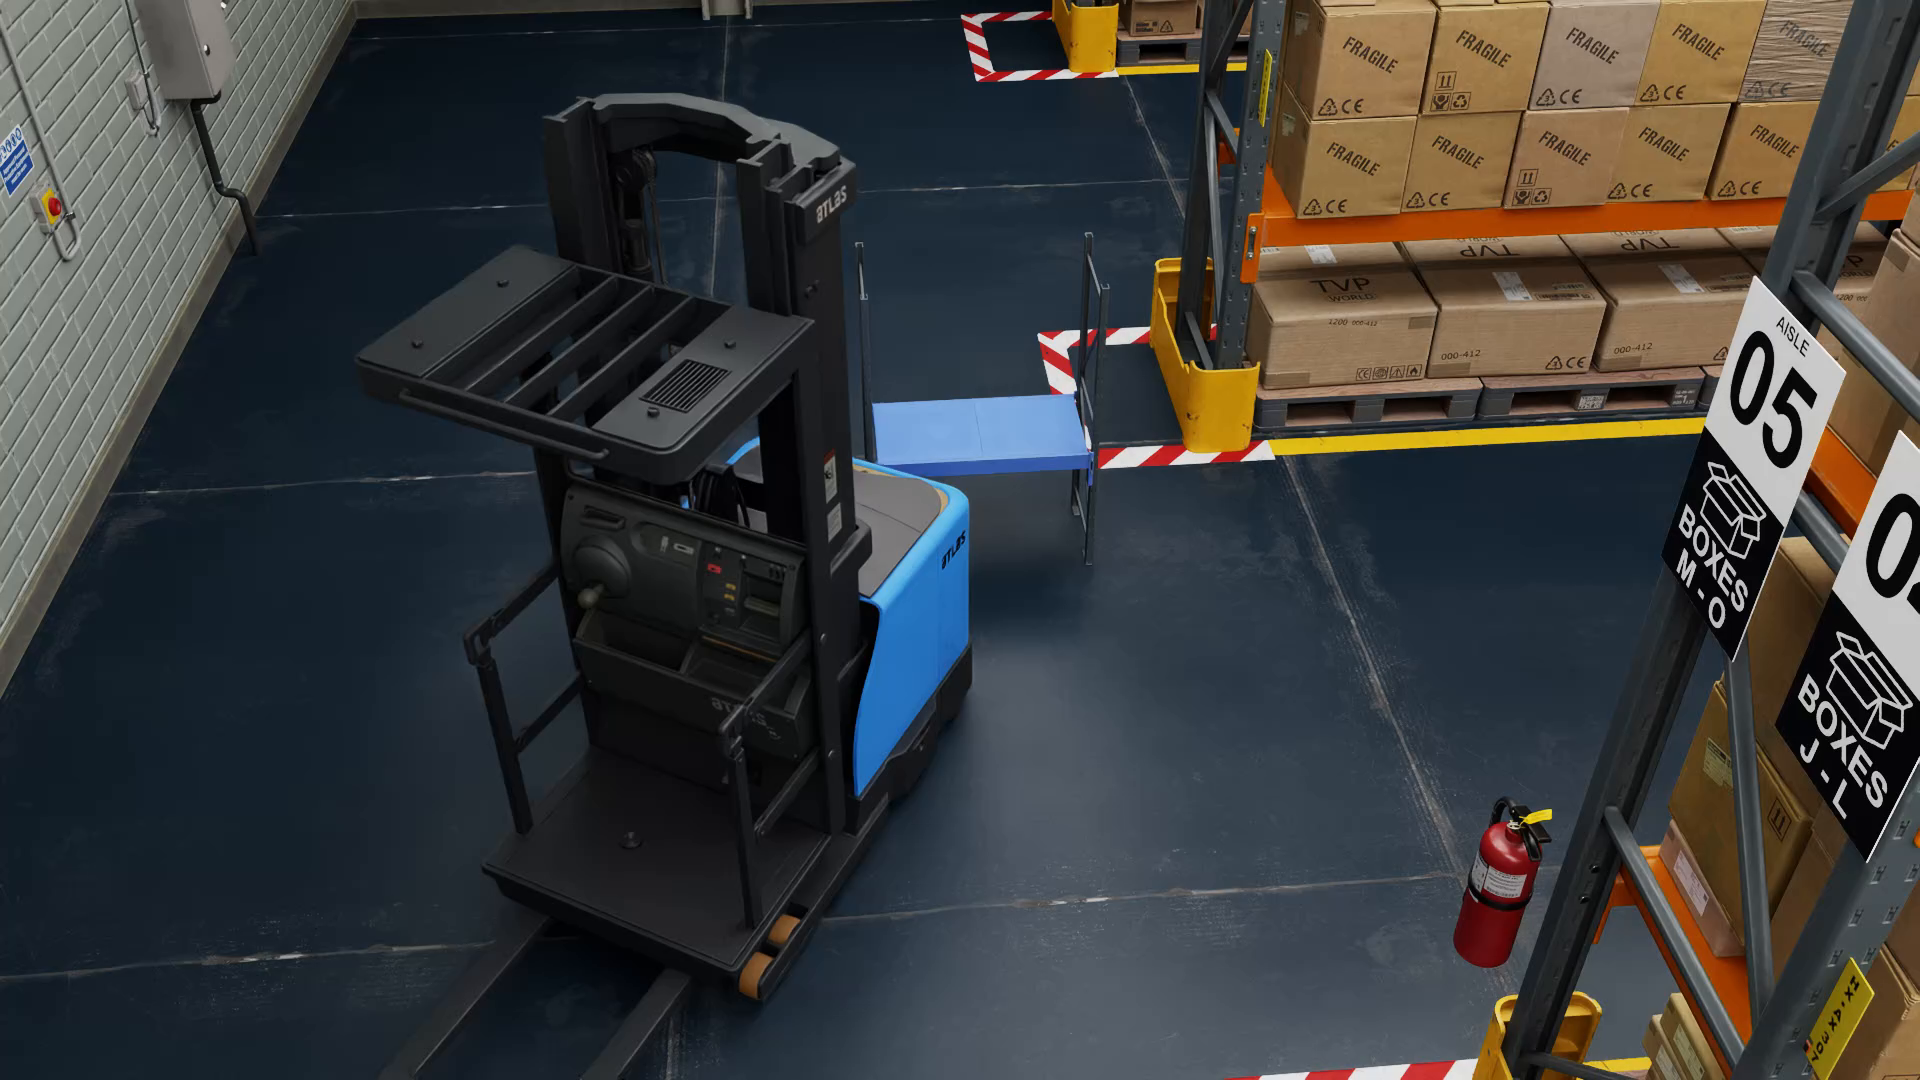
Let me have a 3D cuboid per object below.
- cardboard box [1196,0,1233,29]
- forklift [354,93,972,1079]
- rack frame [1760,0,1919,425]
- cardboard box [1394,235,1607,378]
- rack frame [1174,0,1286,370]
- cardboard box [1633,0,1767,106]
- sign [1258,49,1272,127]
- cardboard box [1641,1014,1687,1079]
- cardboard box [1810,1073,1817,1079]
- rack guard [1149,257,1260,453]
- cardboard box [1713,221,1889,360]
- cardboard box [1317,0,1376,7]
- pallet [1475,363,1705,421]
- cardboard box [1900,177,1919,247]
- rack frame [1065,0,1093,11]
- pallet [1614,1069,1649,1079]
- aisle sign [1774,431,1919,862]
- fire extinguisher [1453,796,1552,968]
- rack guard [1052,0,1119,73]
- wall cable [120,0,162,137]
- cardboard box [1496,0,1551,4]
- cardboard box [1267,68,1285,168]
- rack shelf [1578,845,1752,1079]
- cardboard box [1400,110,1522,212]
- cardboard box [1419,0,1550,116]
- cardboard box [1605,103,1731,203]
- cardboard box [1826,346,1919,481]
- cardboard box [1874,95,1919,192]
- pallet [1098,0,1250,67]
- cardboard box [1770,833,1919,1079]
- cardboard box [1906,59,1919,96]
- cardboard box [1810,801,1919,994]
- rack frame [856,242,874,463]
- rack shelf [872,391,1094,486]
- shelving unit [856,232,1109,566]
[{"bbox_3d":[1.924,-4.078,12.782,0.250,0.149,0.380,-5,39,-6],"label":"cardboard box"},{"bbox_3d":[-1.045,0.186,5.470,1.130,2.935,3.031,17,41,20],"label":"forklift"},{"bbox_3d":[1.862,-1.302,2.458,0.127,3.000,1.000,-3,38,-4],"label":"rack frame"},{"bbox_3d":[2.882,-1.308,9.038,0.875,0.438,0.875,-2,38,-3],"label":"cardboard box"},{"bbox_3d":[1.323,-1.996,8.180,0.127,3.000,1.000,-3,38,-4],"label":"rack frame"},{"bbox_3d":[3.349,-2.372,7.769,0.500,0.500,0.500,-3,38,-4],"label":"cardboard box"},{"bbox_3d":[1.366,-2.024,7.453,0.005,0.325,0.100,-3,38,-4],"label":"sign"},{"bbox_3d":[2.362,1.685,5.237,0.250,0.149,0.380,-4,38,-5],"label":"cardboard box"},{"bbox_3d":[2.214,1.336,4.160,0.250,0.149,0.380,-3,38,-4],"label":"cardboard box"},{"bbox_3d":[1.299,-1.013,8.953,0.348,0.500,1.175,-3,38,-4],"label":"rack guard"},{"bbox_3d":[4.672,-1.406,9.162,0.875,0.438,0.875,-4,38,-5],"label":"cardboard box"},{"bbox_3d":[1.701,-2.531,7.446,0.250,0.149,0.380,-2,38,-3],"label":"cardboard box"},{"bbox_3d":[3.325,-1.058,9.243,1.213,0.211,1.003,-3,38,-4],"label":"pallet"},{"bbox_3d":[2.167,-0.618,3.408,0.250,0.149,0.380,-3,38,-4],"label":"cardboard box"},{"bbox_3d":[0.879,-5.058,12.061,0.127,3.000,1.000,-3,38,-4],"label":"rack frame"},{"bbox_3d":[2.750,2.121,5.214,1.213,0.211,1.003,-3,38,-4],"label":"pallet"},{"bbox_3d":[1.816,0.221,3.271,0.004,0.787,0.394,-3,38,-4],"label":"aisle sign"},{"bbox_3d":[1.570,0.959,4.799,0.183,0.674,0.296,-3,38,-4],"label":"fire extinguisher"},{"bbox_3d":[0.955,-4.081,12.841,0.348,0.500,1.175,-3,38,-4],"label":"rack guard"},{"bbox_3d":[-4.429,-2.945,8.563,0.122,1.984,0.588,-3,38,-4],"label":"wall cable"},{"bbox_3d":[2.485,-2.558,7.481,0.250,0.149,0.380,-4,38,-5],"label":"cardboard box"},{"bbox_3d":[1.780,-2.225,8.389,0.500,0.500,0.500,-3,38,-4],"label":"cardboard box"},{"bbox_3d":[3.854,1.225,4.678,4.000,0.370,1.077,-3,38,-4],"label":"rack shelf"},{"bbox_3d":[2.328,-1.929,8.015,0.500,0.500,0.500,-4,38,-5],"label":"cardboard box"},{"bbox_3d":[2.340,-2.311,7.691,0.500,0.500,0.500,-4,38,-5],"label":"cardboard box"},{"bbox_3d":[3.333,-1.984,8.084,0.500,0.500,0.500,-2,38,-2],"label":"cardboard box"},{"bbox_3d":[2.291,-0.254,3.672,0.500,0.250,0.500,-4,38,-5],"label":"cardboard box"},{"bbox_3d":[4.356,-2.040,8.155,0.500,0.500,0.500,-4,38,-5],"label":"cardboard box"},{"bbox_3d":[1.749,-4.012,12.986,1.213,0.211,1.003,-3,38,-4],"label":"pallet"},{"bbox_3d":[2.333,1.043,4.008,0.500,0.500,0.500,-1,38,-2],"label":"cardboard box"},{"bbox_3d":[4.355,-2.428,7.840,0.500,0.500,0.500,-4,38,-5],"label":"cardboard box"},{"bbox_3d":[2.333,0.643,3.707,0.500,0.500,0.500,-3,38,-4],"label":"cardboard box"},{"bbox_3d":[-0.421,-0.566,7.578,0.032,1.500,0.500,-3,38,-4],"label":"rack frame"},{"bbox_3d":[0.085,-0.452,7.725,1.000,0.185,0.538,-3,38,-4],"label":"rack shelf"},{"bbox_3d":[0.085,-0.593,7.613,1.048,1.500,0.538,-3,38,-4],"label":"shelving unit"}]
